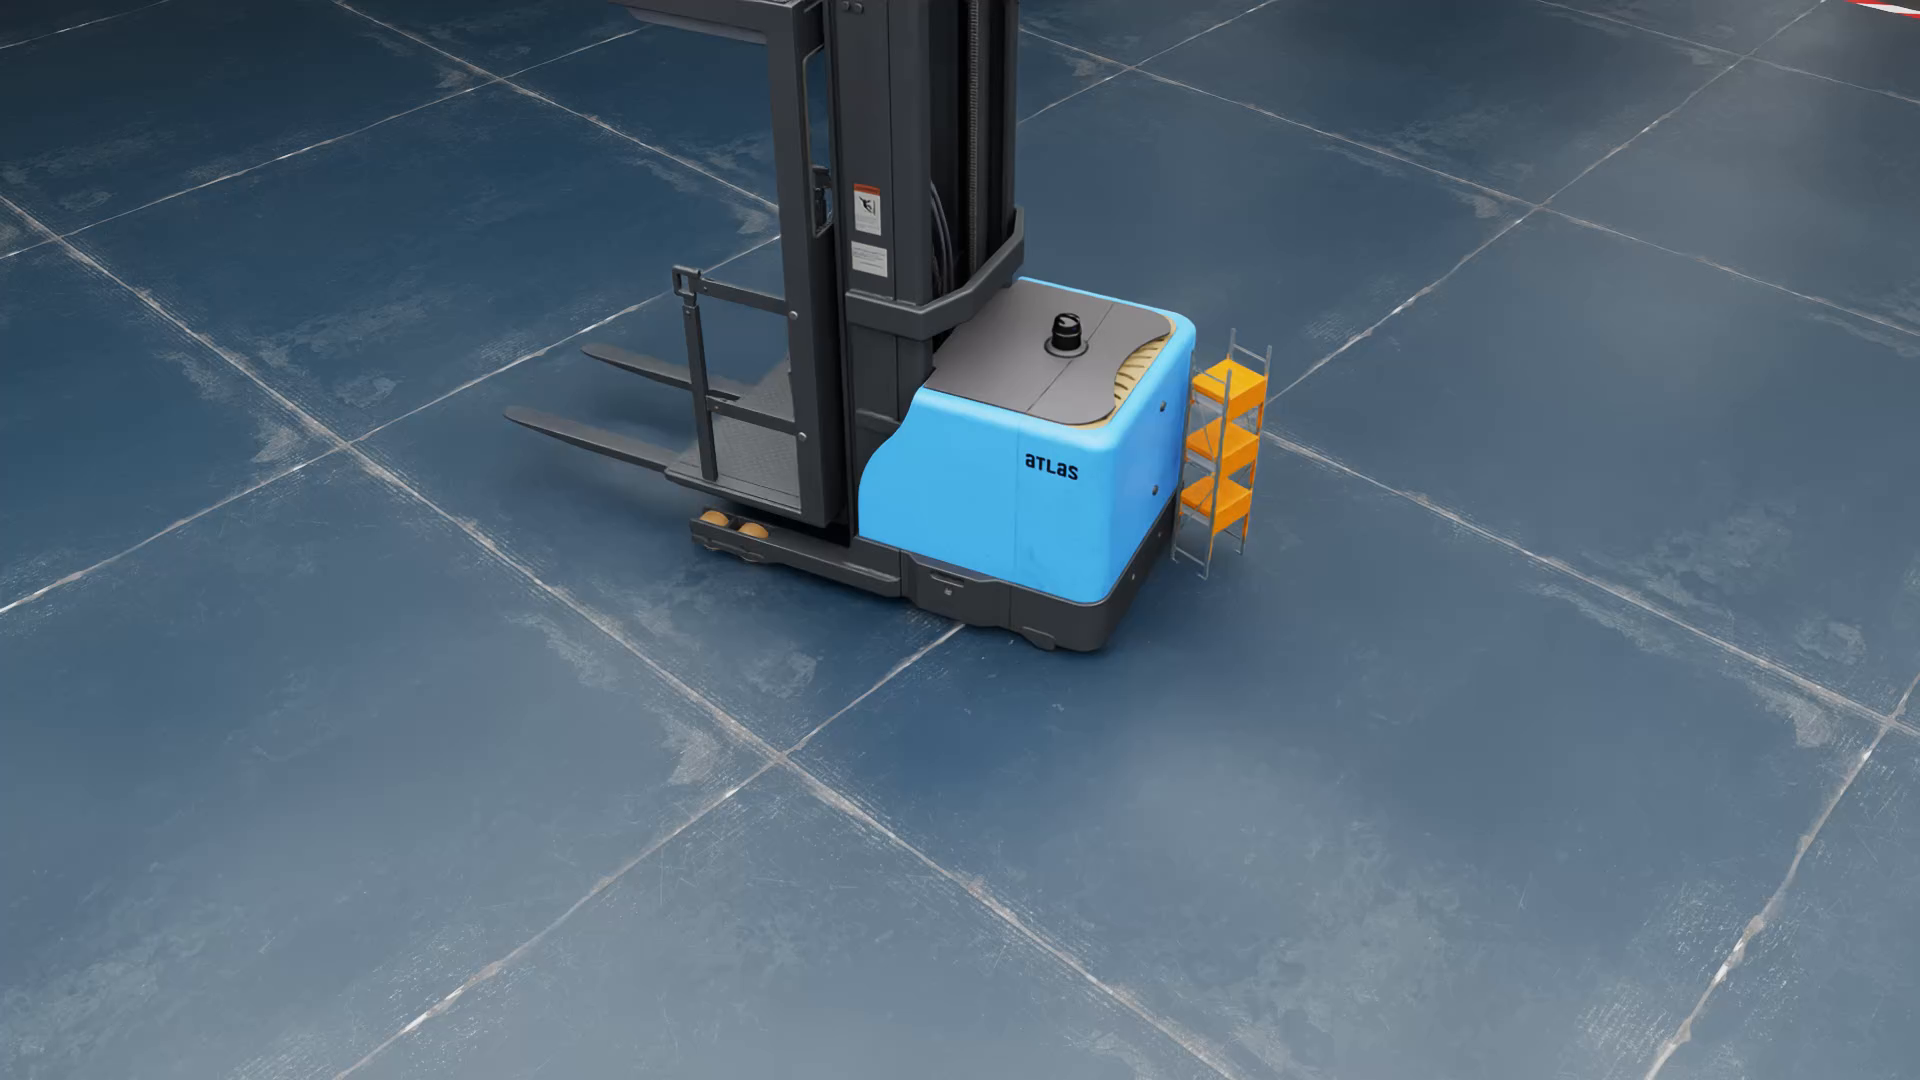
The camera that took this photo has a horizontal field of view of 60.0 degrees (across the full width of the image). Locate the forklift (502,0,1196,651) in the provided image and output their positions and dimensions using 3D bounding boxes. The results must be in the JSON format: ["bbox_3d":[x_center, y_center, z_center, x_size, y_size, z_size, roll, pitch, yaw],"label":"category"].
[{"bbox_3d":[-0.596,-1.331,6.569,3.031,2.935,1.130,17,41,20],"label":"forklift"}]

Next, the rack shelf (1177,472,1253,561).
[{"bbox_3d":[1.063,-0.112,7.010,0.240,0.259,0.215,-30,47,-32],"label":"rack shelf"}]

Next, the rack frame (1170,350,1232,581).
[{"bbox_3d":[0.974,-0.286,6.766,0.008,1.050,0.200,-30,47,-32],"label":"rack frame"}]

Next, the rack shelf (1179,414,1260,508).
[{"bbox_3d":[1.063,-0.329,6.837,0.240,0.259,0.215,-30,47,-32],"label":"rack shelf"}]

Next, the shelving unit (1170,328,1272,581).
[{"bbox_3d":[1.063,-0.337,6.831,0.252,1.050,0.215,-30,47,-32],"label":"shelving unit"}]

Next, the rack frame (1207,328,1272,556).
[{"bbox_3d":[1.153,-0.389,6.896,0.008,1.050,0.200,-30,47,-32],"label":"rack frame"}]

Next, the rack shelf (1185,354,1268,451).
[{"bbox_3d":[1.063,-0.551,6.661,0.240,0.259,0.215,-30,47,-32],"label":"rack shelf"}]
